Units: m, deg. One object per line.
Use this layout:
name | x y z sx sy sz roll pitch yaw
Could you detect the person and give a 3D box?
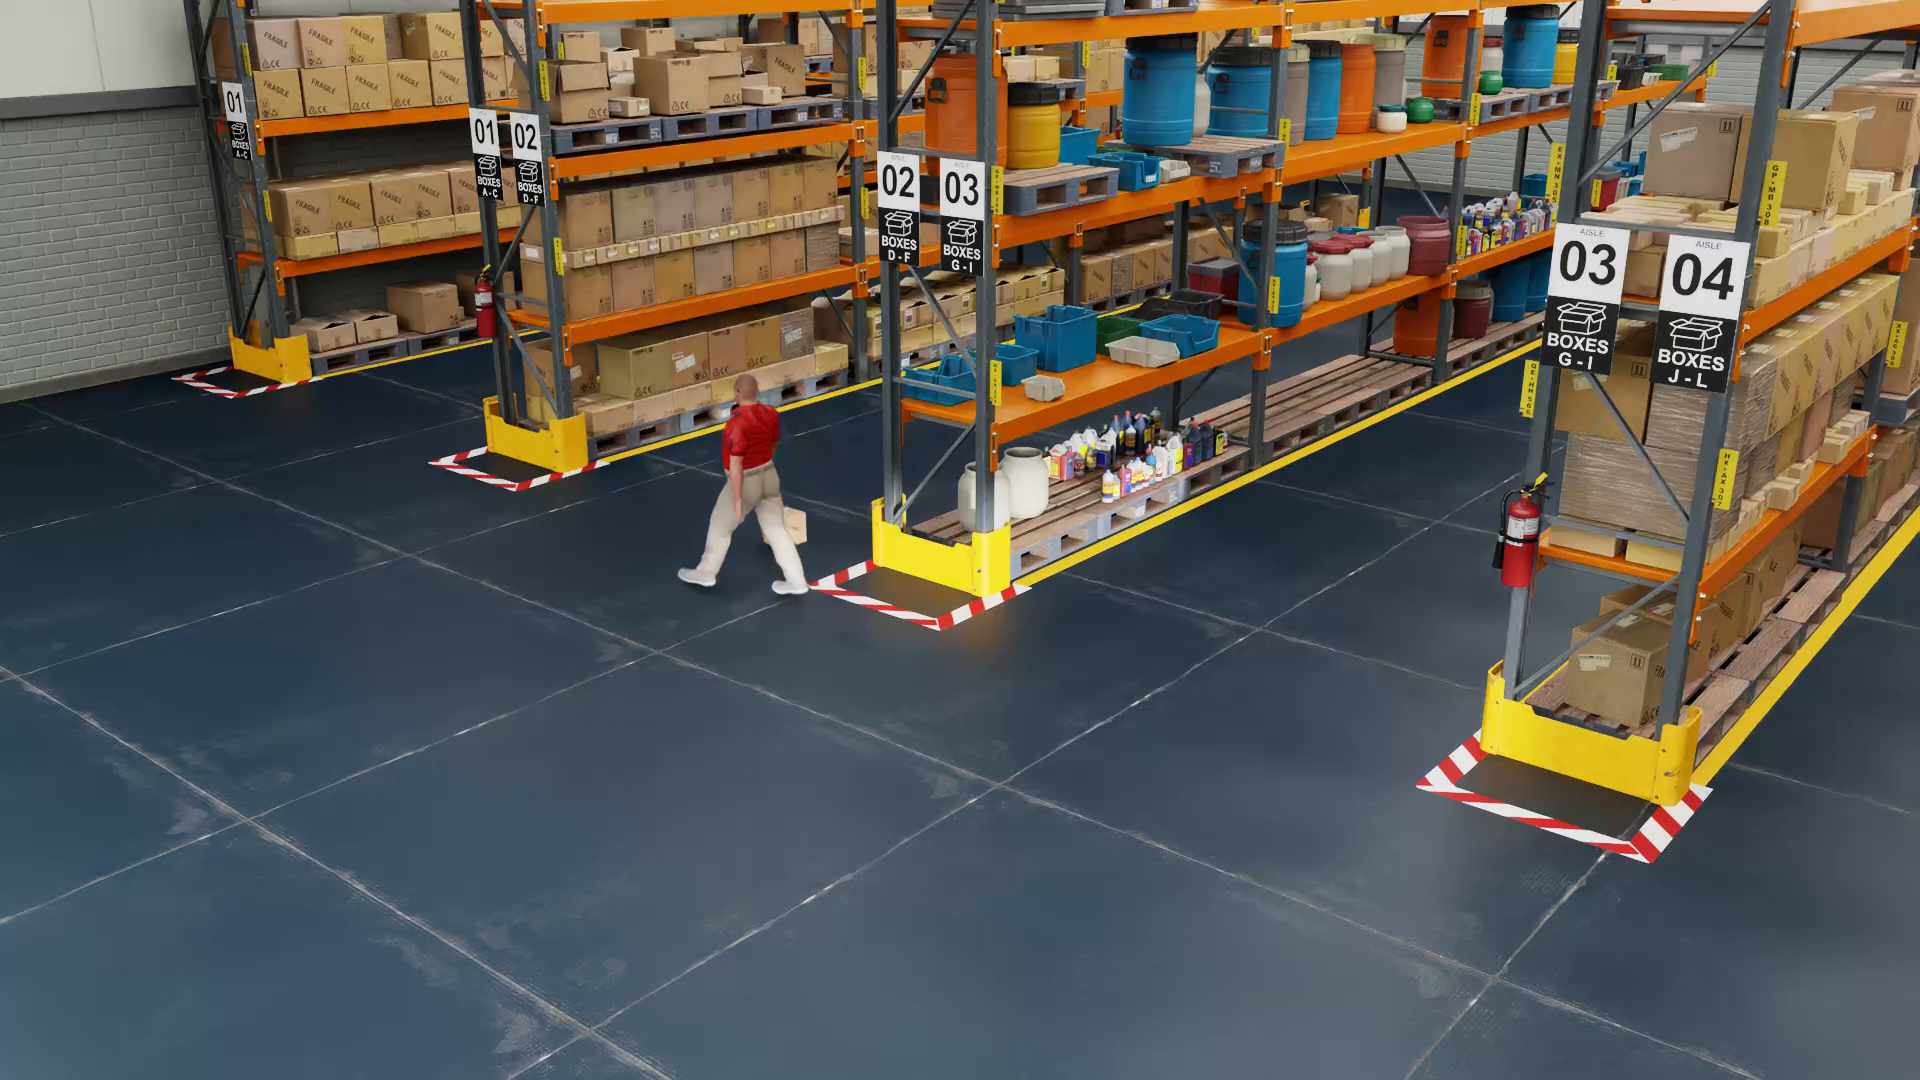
person | -1.596 -0.437 12.278 1.038 1.659 0.571 16 26 37
